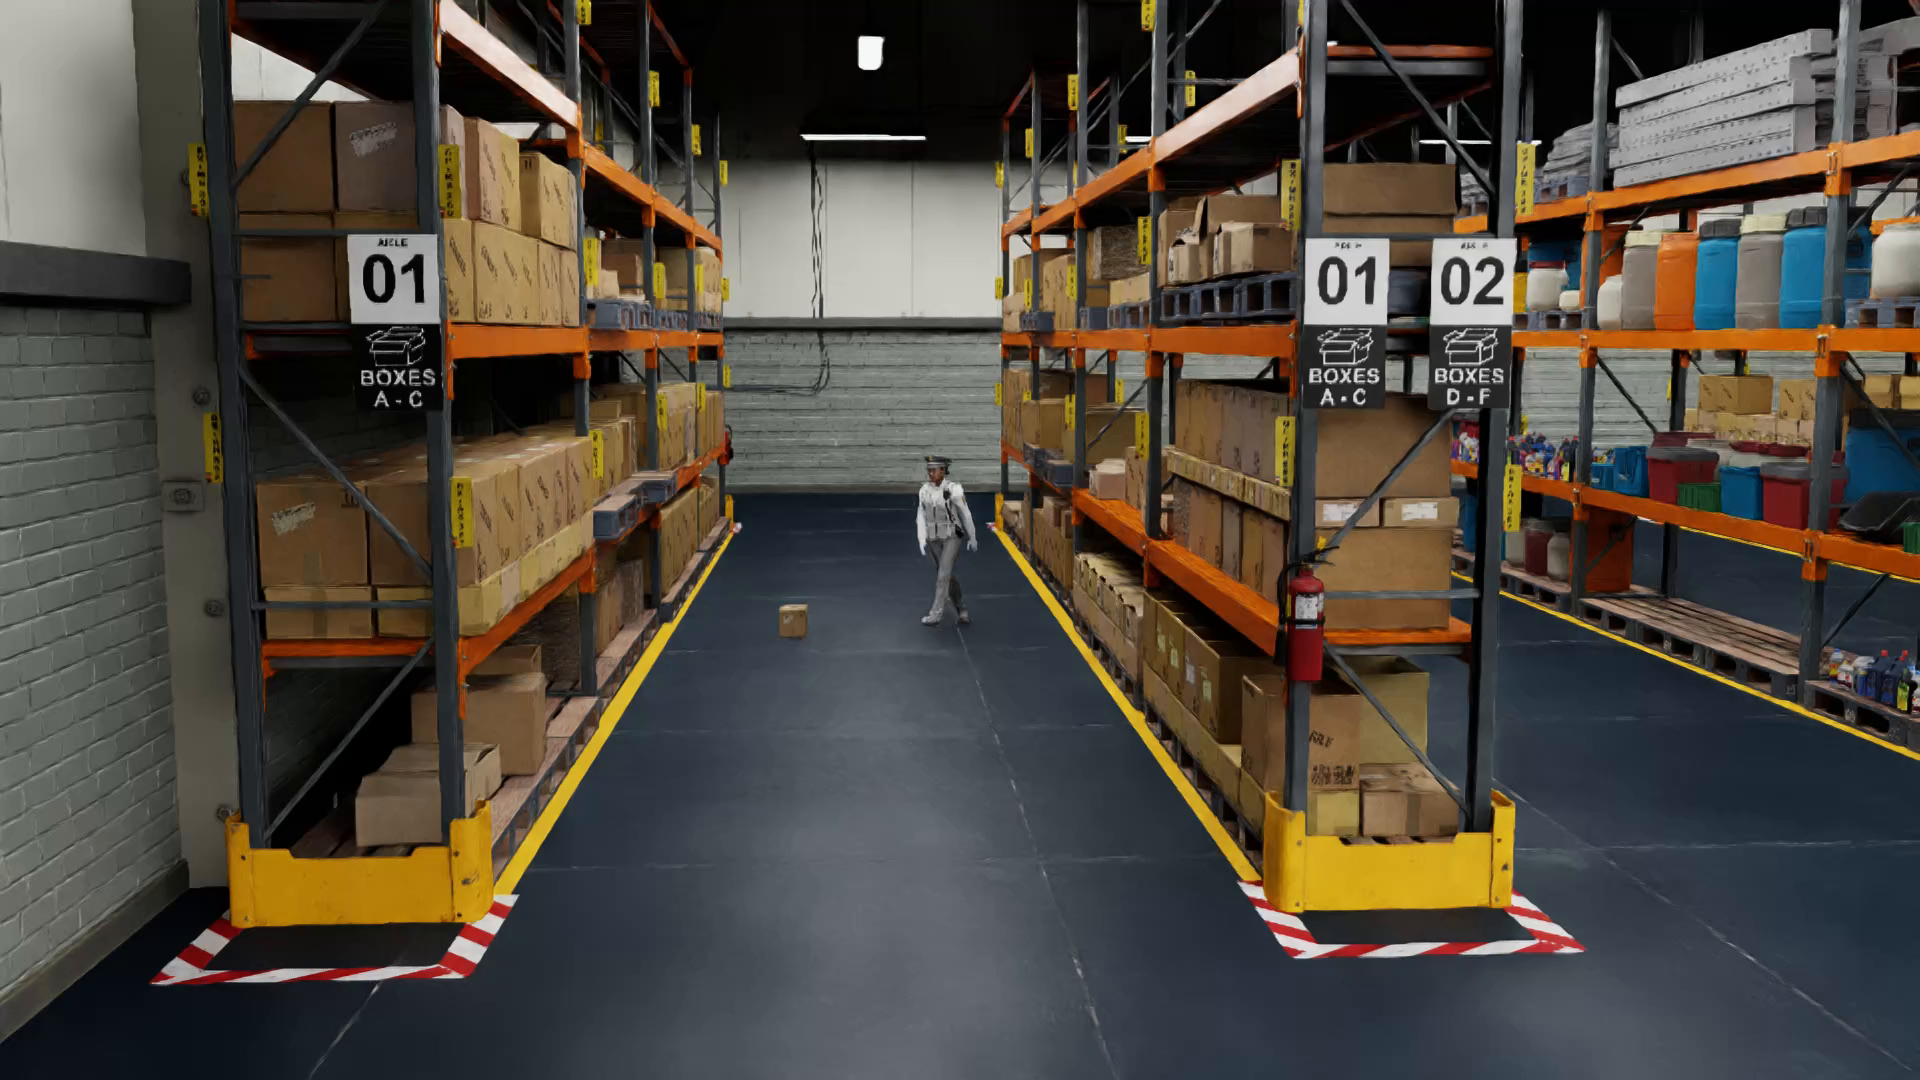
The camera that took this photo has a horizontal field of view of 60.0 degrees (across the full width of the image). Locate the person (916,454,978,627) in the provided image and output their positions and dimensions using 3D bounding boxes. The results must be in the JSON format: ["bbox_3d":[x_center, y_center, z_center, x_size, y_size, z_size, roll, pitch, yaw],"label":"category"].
[{"bbox_3d":[-0.185,0.000,15.743,0.529,1.628,0.944,4,8,27],"label":"person"}]
